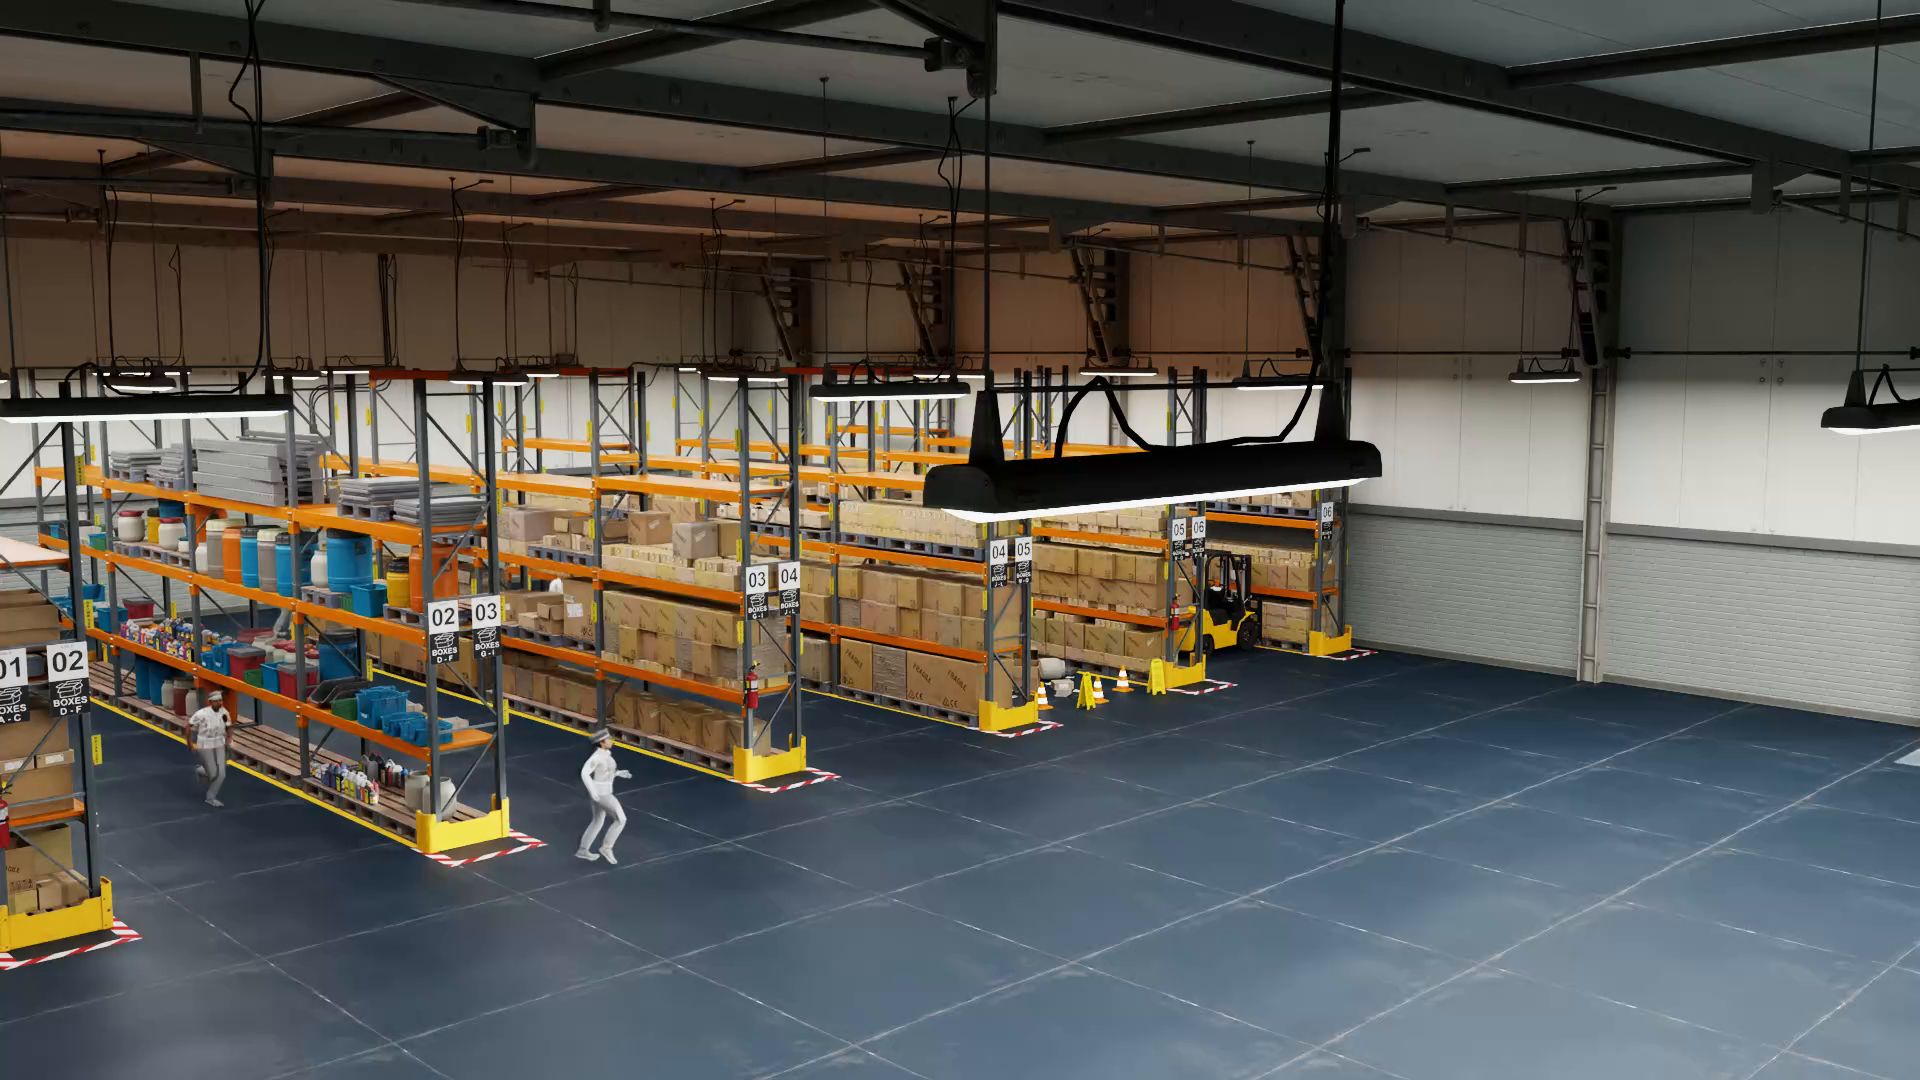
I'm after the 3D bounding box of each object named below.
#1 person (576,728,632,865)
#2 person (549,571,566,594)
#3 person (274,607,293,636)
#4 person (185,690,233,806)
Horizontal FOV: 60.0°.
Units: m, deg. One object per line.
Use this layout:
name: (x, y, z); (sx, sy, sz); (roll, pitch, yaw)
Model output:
person: (-4.428, 3.176, 20.654); (0.705, 1.717, 0.604); (-2, 7, -14)
person: (-8.435, 1.451, 35.501); (0.688, 1.743, 0.686); (-6, 9, -43)
person: (-14.982, 1.283, 37.071); (0.734, 1.778, 0.686); (-5, 8, -36)
person: (-10.506, 2.908, 23.330); (0.664, 1.653, 0.611); (5, 8, 39)
